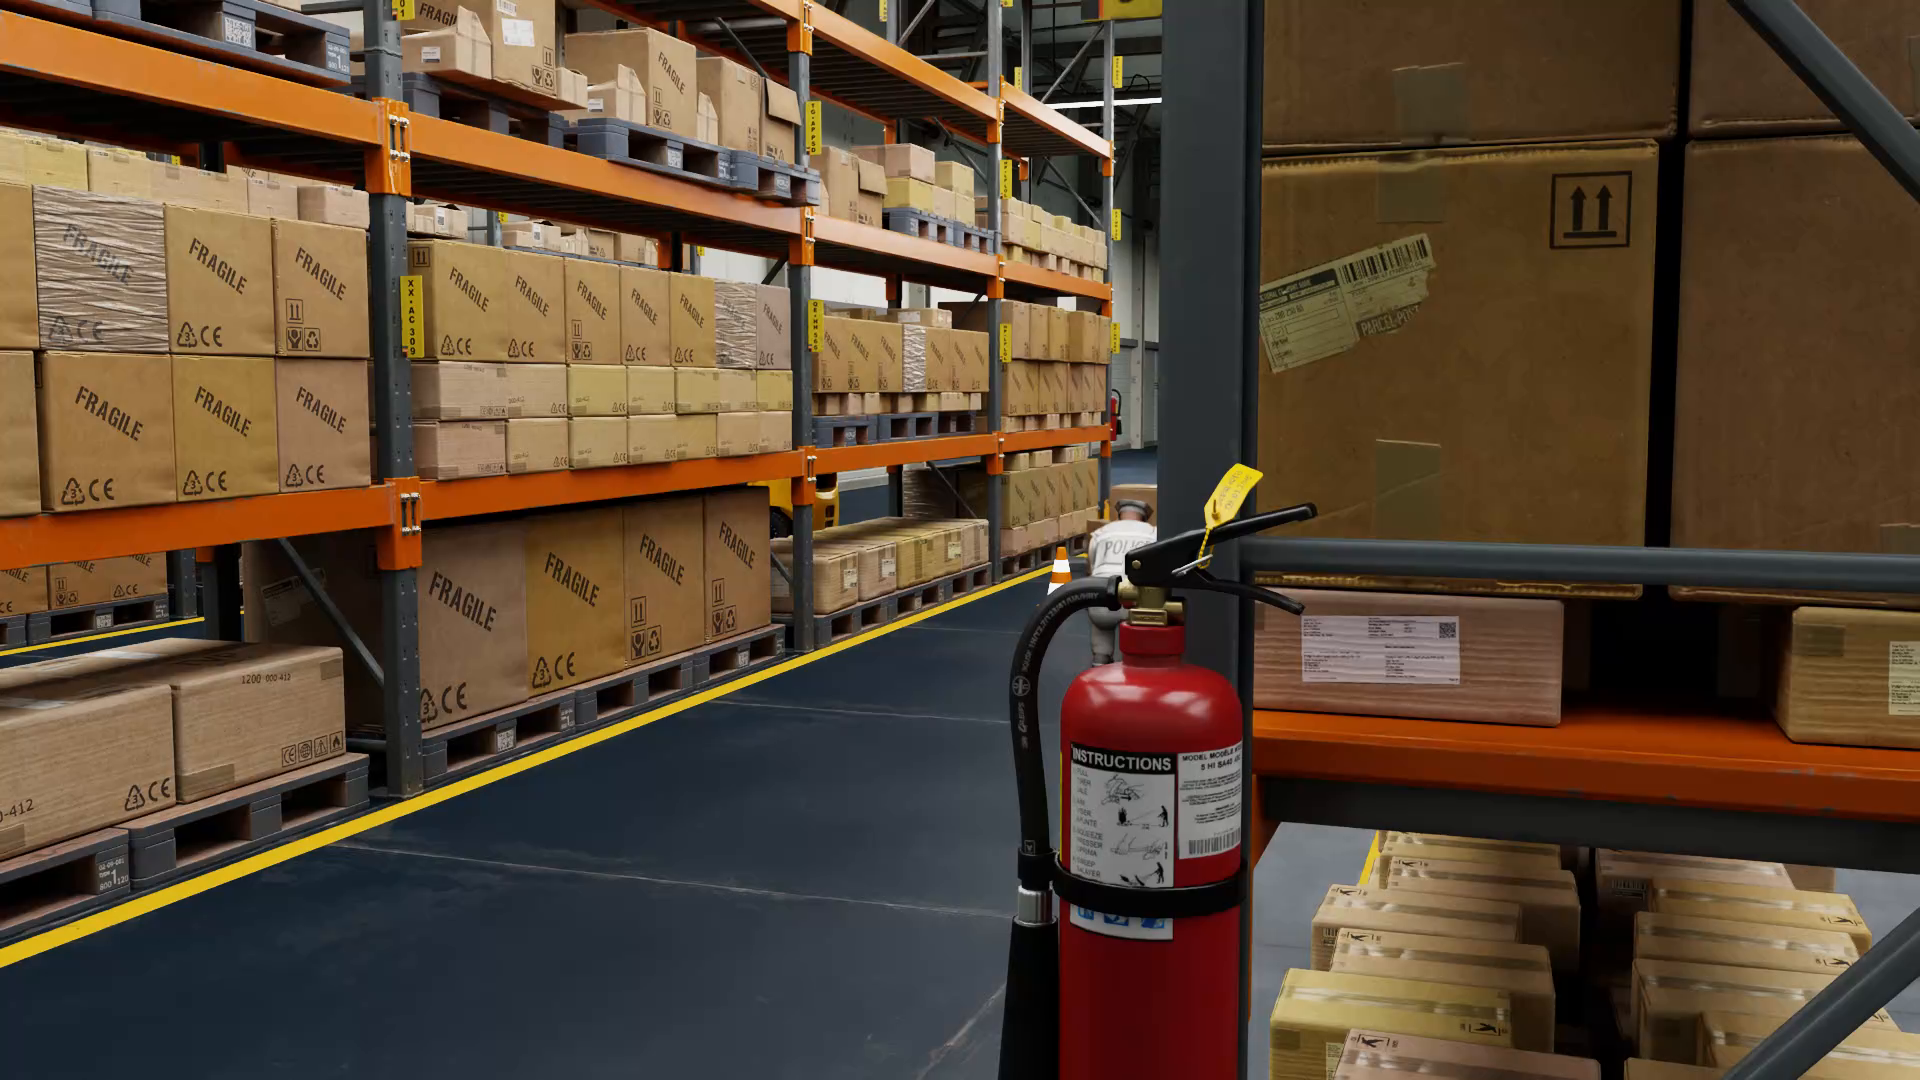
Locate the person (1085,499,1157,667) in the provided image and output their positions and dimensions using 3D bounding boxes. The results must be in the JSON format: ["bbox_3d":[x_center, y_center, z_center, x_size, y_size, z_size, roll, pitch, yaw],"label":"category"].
[{"bbox_3d":[1.037,0.270,10.167,0.553,1.010,0.903,2,5,19],"label":"person"}]
